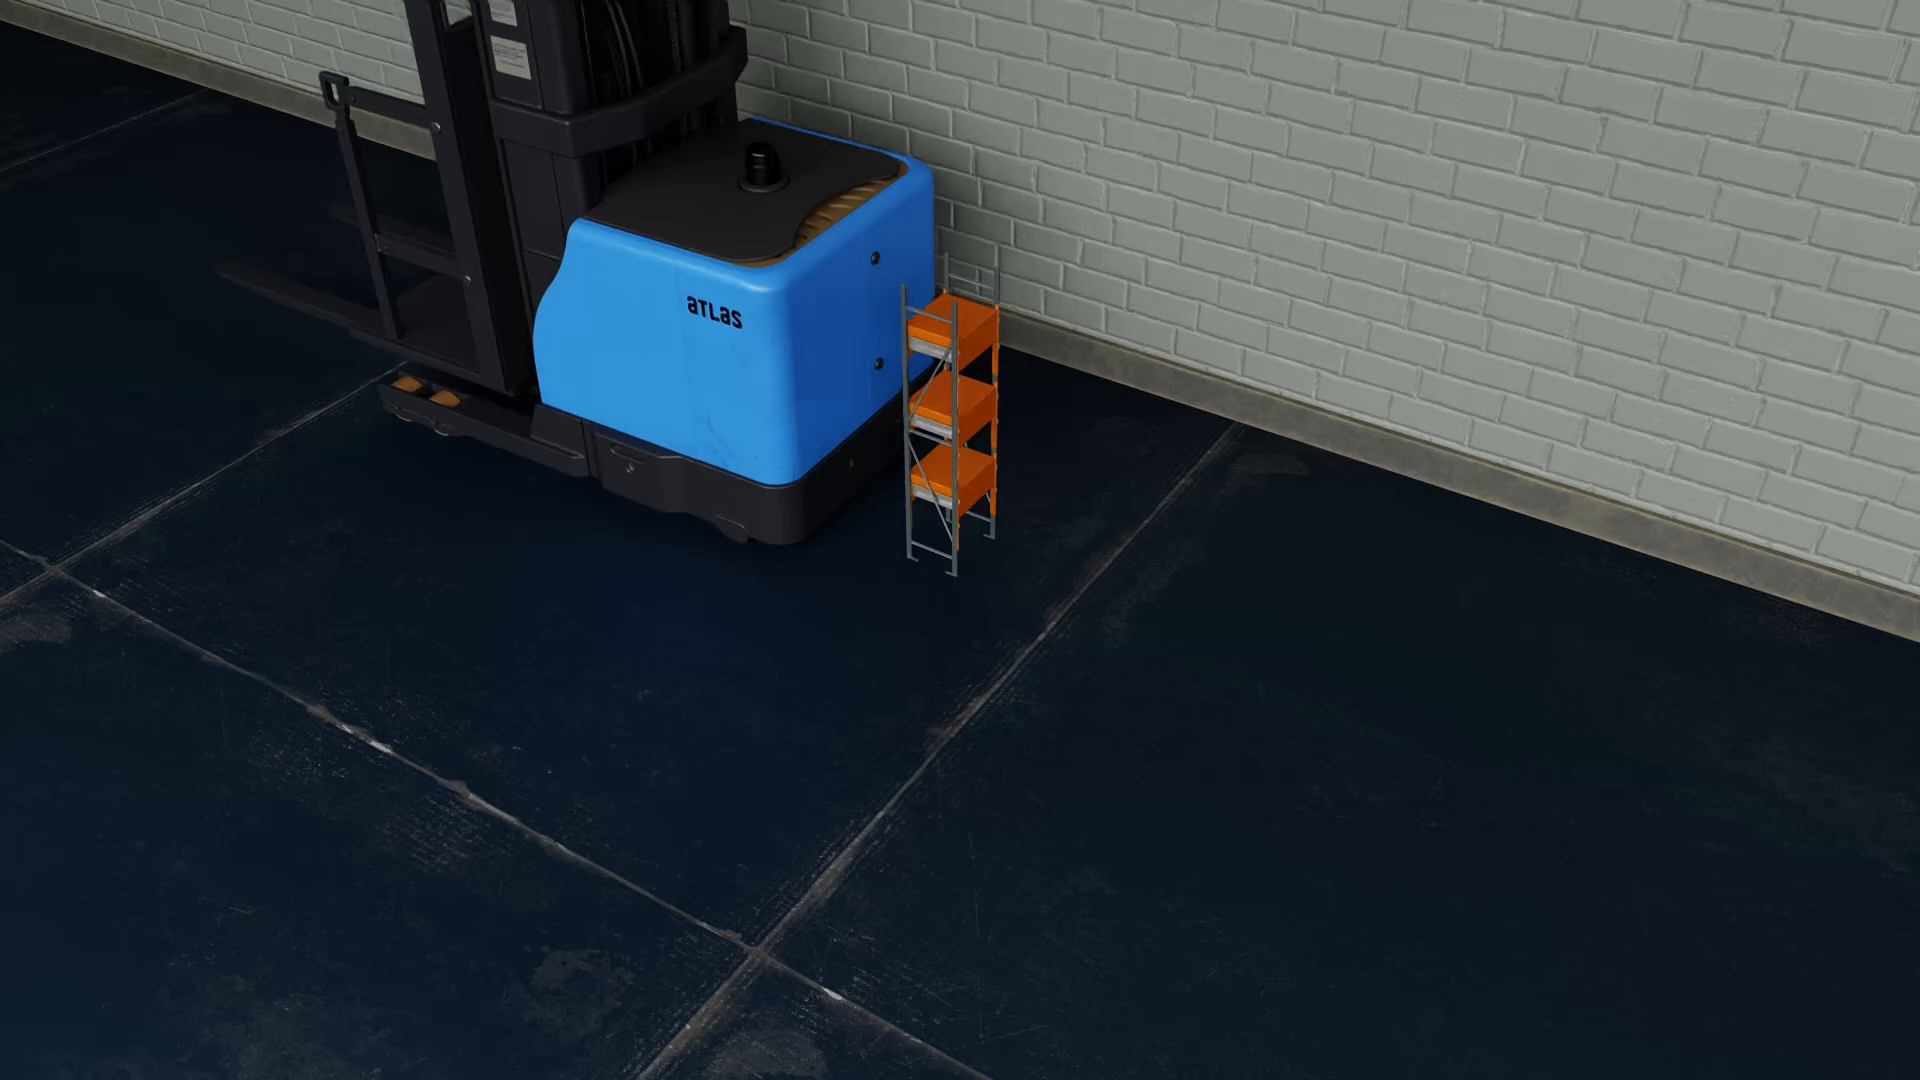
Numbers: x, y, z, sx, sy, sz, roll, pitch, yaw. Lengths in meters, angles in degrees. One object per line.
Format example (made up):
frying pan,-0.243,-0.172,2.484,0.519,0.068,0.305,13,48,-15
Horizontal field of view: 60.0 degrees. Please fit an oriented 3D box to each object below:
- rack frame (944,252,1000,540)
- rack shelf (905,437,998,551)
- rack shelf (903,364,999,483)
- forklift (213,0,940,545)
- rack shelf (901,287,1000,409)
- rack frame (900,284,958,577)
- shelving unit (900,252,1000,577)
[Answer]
rack frame,0.037,-0.451,5.475,0.200,1.050,0.008,21,42,25
rack shelf,-0.029,-0.160,5.570,0.215,0.259,0.240,21,42,25
rack shelf,-0.029,-0.380,5.400,0.215,0.259,0.240,21,42,25
forklift,-1.604,-1.808,5.695,3.031,2.935,1.130,20,42,24
rack shelf,-0.029,-0.605,5.227,0.215,0.259,0.240,21,42,25
rack frame,-0.094,-0.325,5.312,0.200,1.050,0.008,21,42,25
shelving unit,-0.029,-0.388,5.394,0.215,1.050,0.252,21,42,25
